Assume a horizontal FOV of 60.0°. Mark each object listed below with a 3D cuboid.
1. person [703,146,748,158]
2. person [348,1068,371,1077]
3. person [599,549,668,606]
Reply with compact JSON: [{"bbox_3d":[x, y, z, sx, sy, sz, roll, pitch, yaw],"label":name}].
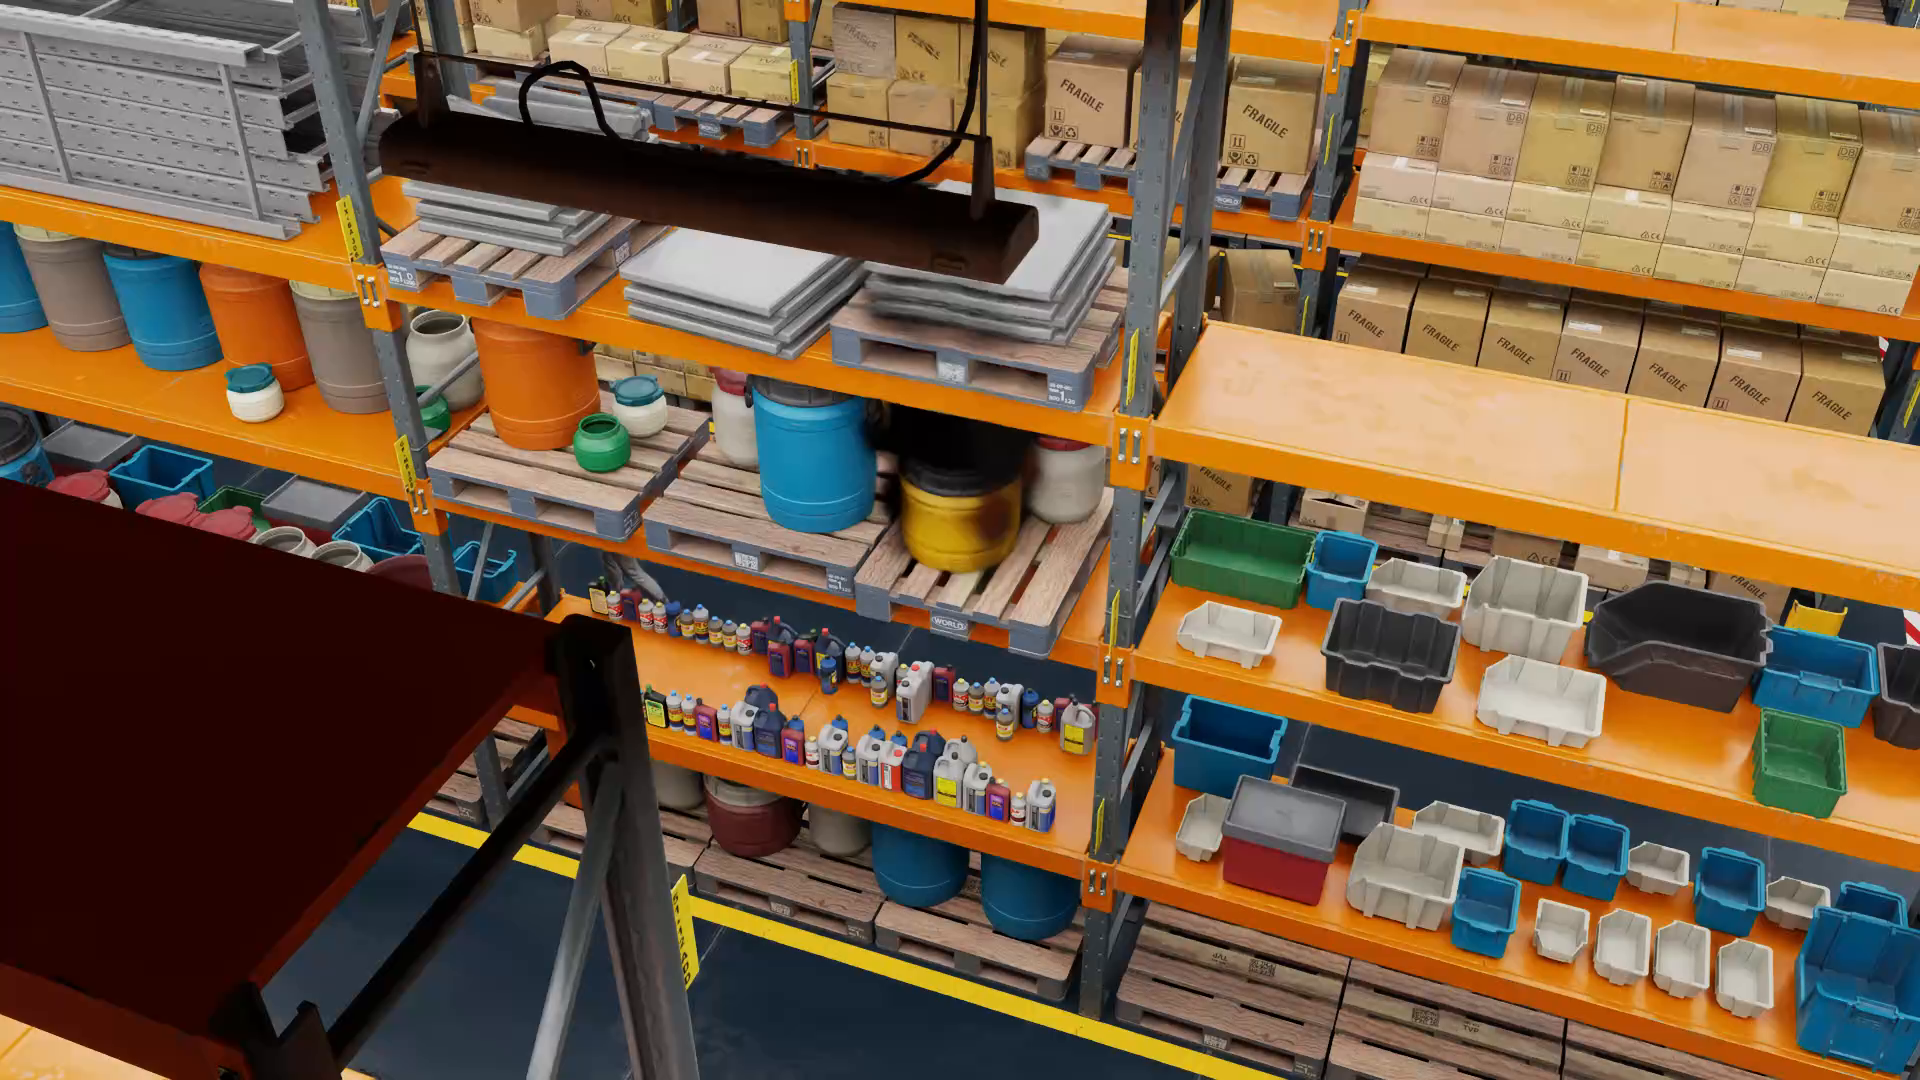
[{"bbox_3d":[-2.350,-3.492,16.654,0.826,1.735,0.715,6,37,8],"label":"person"},{"bbox_3d":[-2.729,3.028,7.830,0.941,1.661,0.564,11,38,15],"label":"person"},{"bbox_3d":[-2.451,-0.055,12.063,0.775,1.754,0.559,14,39,18],"label":"person"}]
